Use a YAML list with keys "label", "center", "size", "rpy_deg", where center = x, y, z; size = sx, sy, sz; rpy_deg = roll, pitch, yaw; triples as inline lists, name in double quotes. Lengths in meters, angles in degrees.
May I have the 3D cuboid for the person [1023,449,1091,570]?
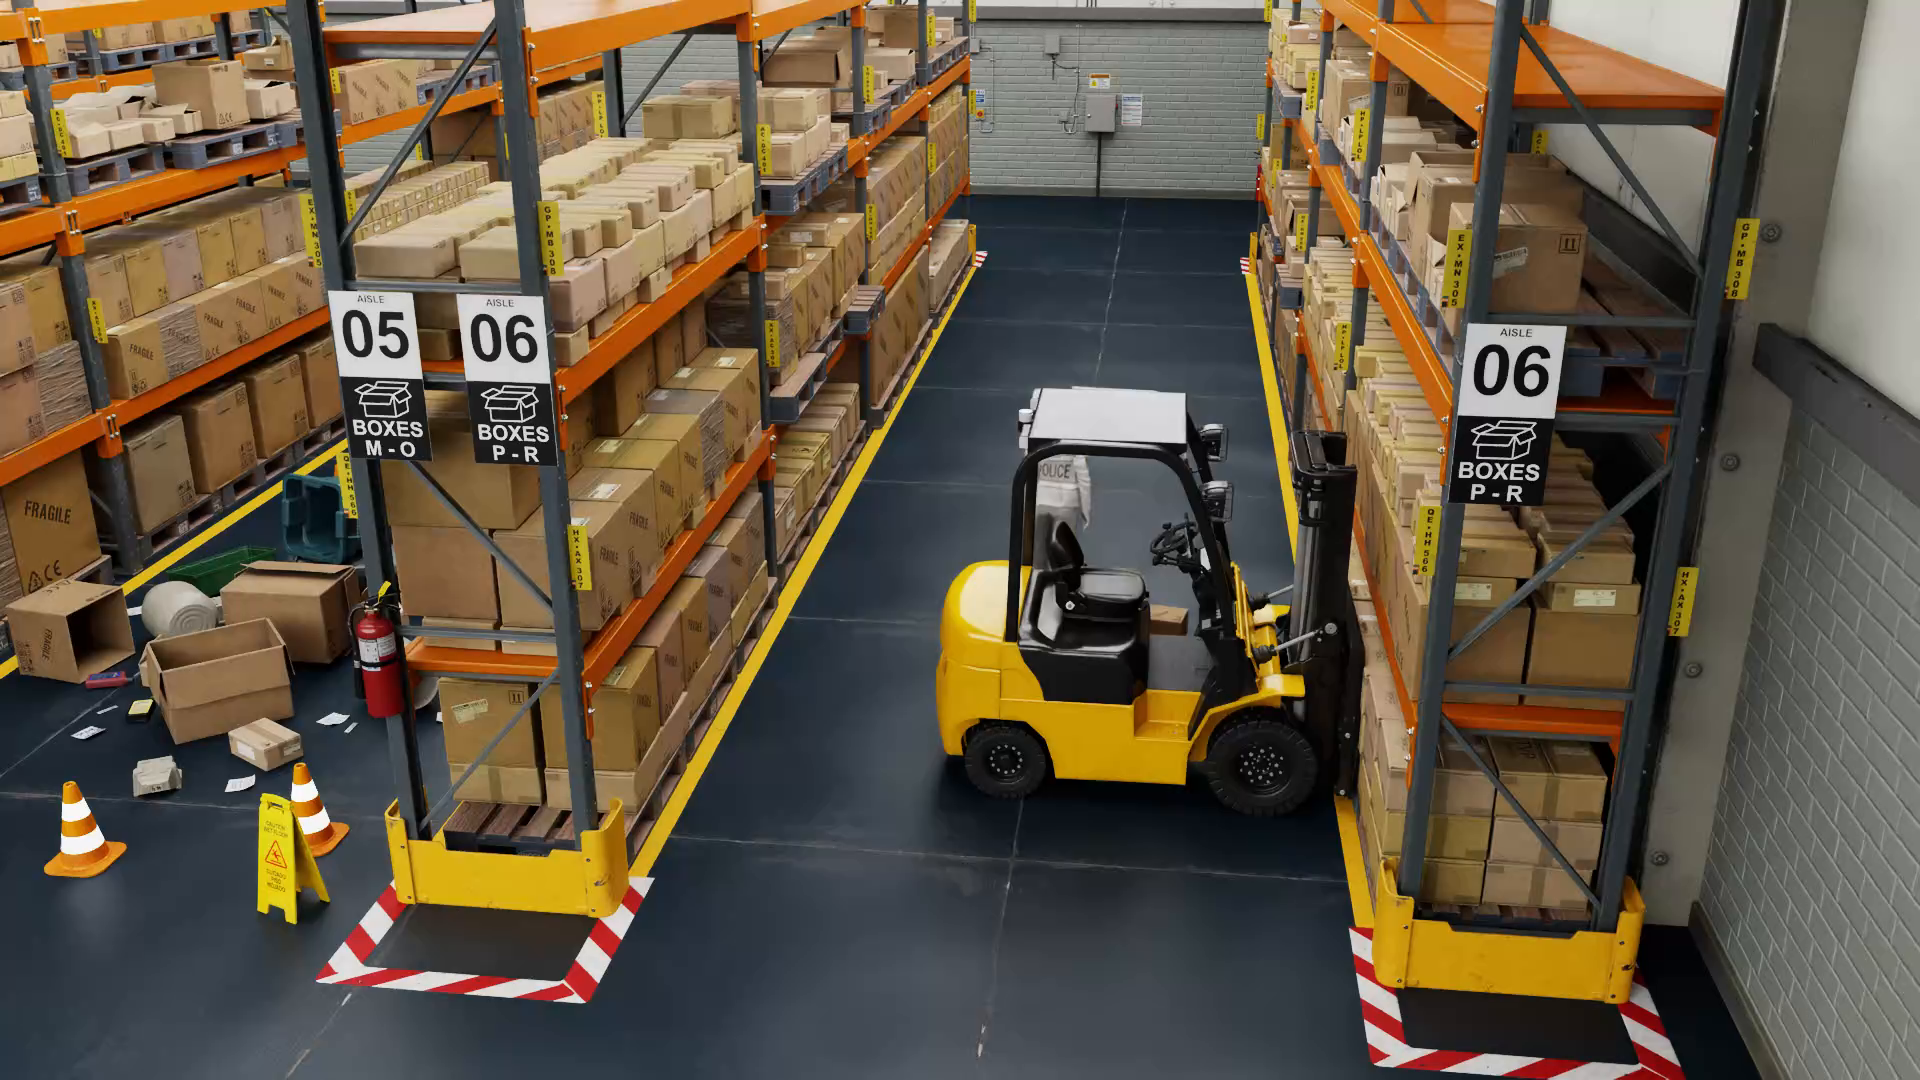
- label: "person"
  center: [0.672, -0.225, 11.633]
  size: [0.554, 1.648, 0.916]
  rpy_deg: [8, 23, 19]
